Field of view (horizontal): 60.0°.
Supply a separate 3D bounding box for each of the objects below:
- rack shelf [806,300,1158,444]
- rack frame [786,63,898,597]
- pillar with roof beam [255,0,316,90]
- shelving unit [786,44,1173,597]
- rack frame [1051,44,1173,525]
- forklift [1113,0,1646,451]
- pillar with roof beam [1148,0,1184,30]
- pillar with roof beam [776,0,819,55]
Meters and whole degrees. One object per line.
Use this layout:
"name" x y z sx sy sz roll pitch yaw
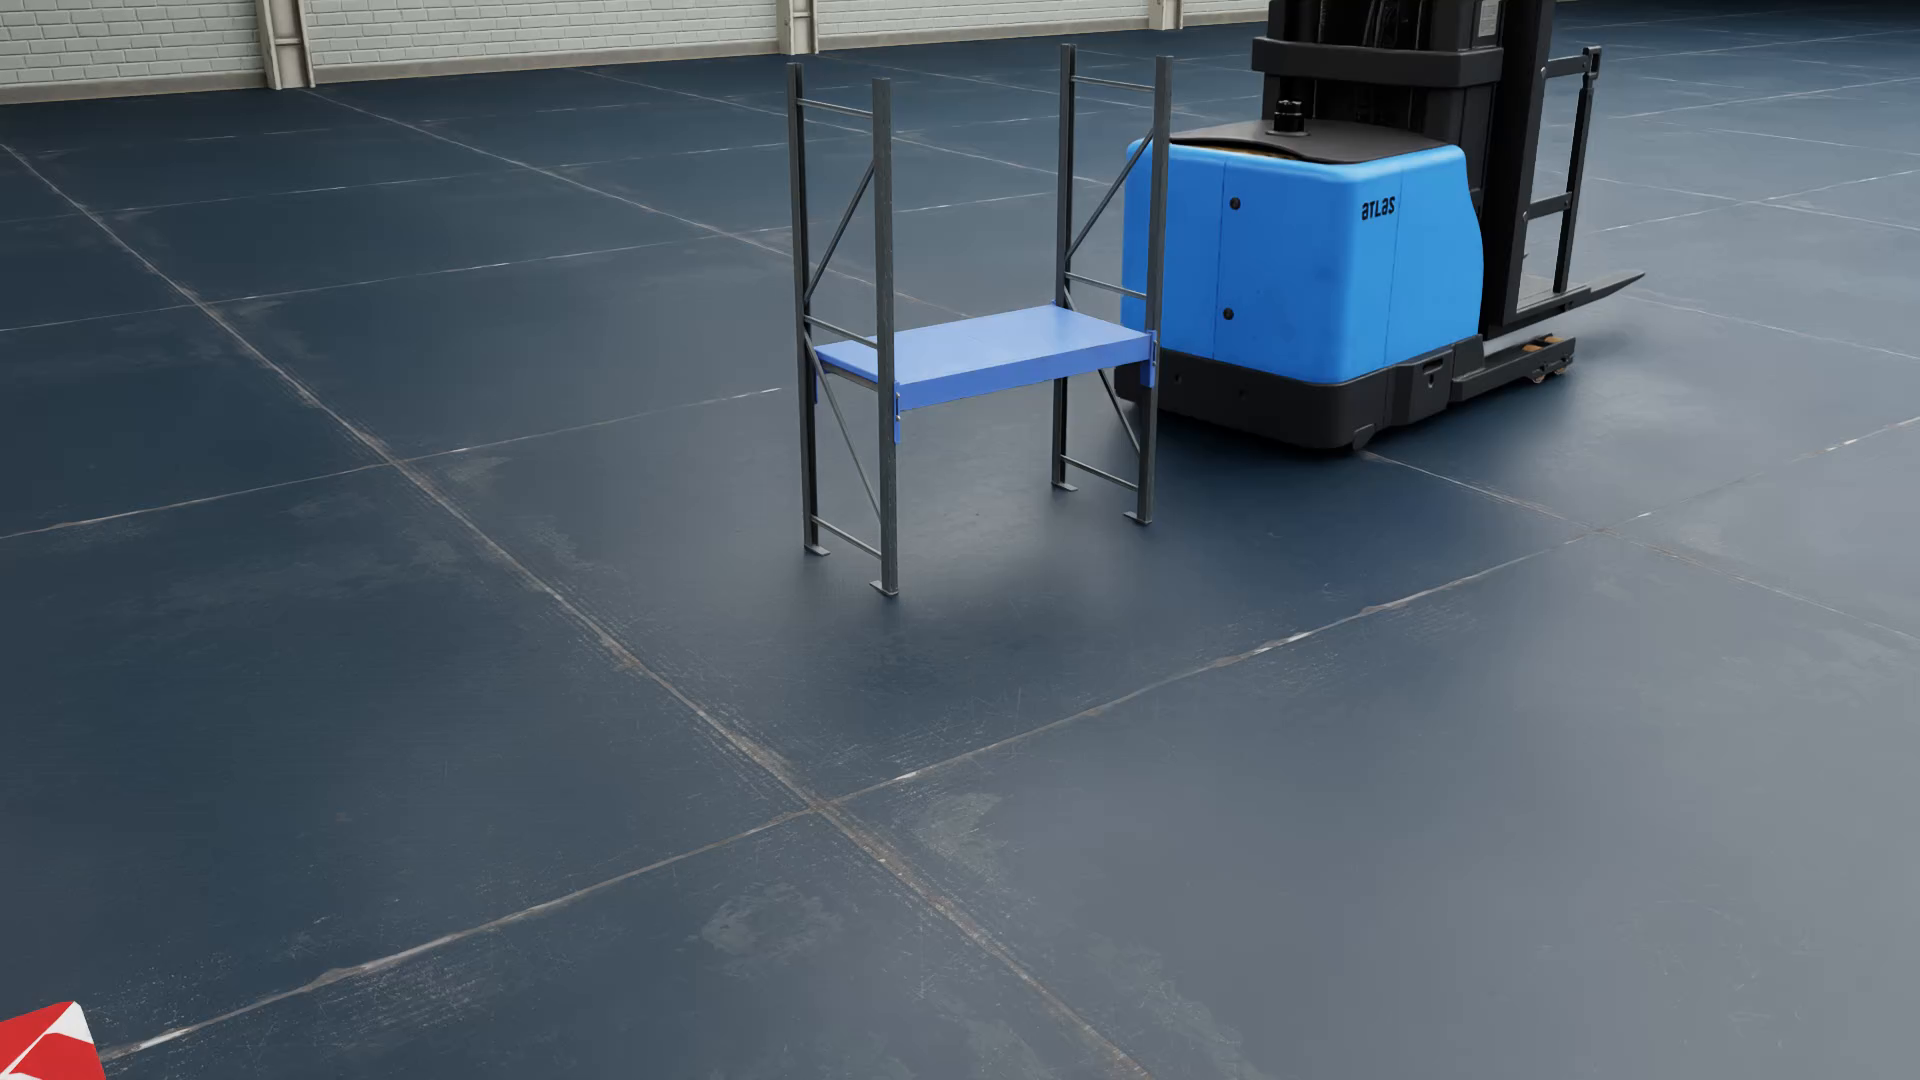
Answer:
"rack shelf" 0.069 -0.548 5.231 1.000 0.185 0.538 -15 26 -33
"rack frame" -0.343 -0.605 4.889 0.032 1.500 0.500 -15 26 -33
"pillar with roof beam" -4.325 -7.522 12.105 0.400 9.000 9.100 -15 26 -33
"shelving unit" 0.069 -0.715 5.165 1.048 1.500 0.538 -15 26 -33
"rack frame" 0.482 -0.825 5.440 0.032 1.500 0.500 -15 26 -33
"forklift" 2.013 -2.142 6.810 1.130 2.935 3.031 20 29 41
"pillar with roof beam" 5.416 -10.119 18.614 0.400 9.000 9.100 -15 26 -33
"pillar with roof beam" 0.545 -8.821 15.360 0.400 9.000 9.100 -15 26 -33
